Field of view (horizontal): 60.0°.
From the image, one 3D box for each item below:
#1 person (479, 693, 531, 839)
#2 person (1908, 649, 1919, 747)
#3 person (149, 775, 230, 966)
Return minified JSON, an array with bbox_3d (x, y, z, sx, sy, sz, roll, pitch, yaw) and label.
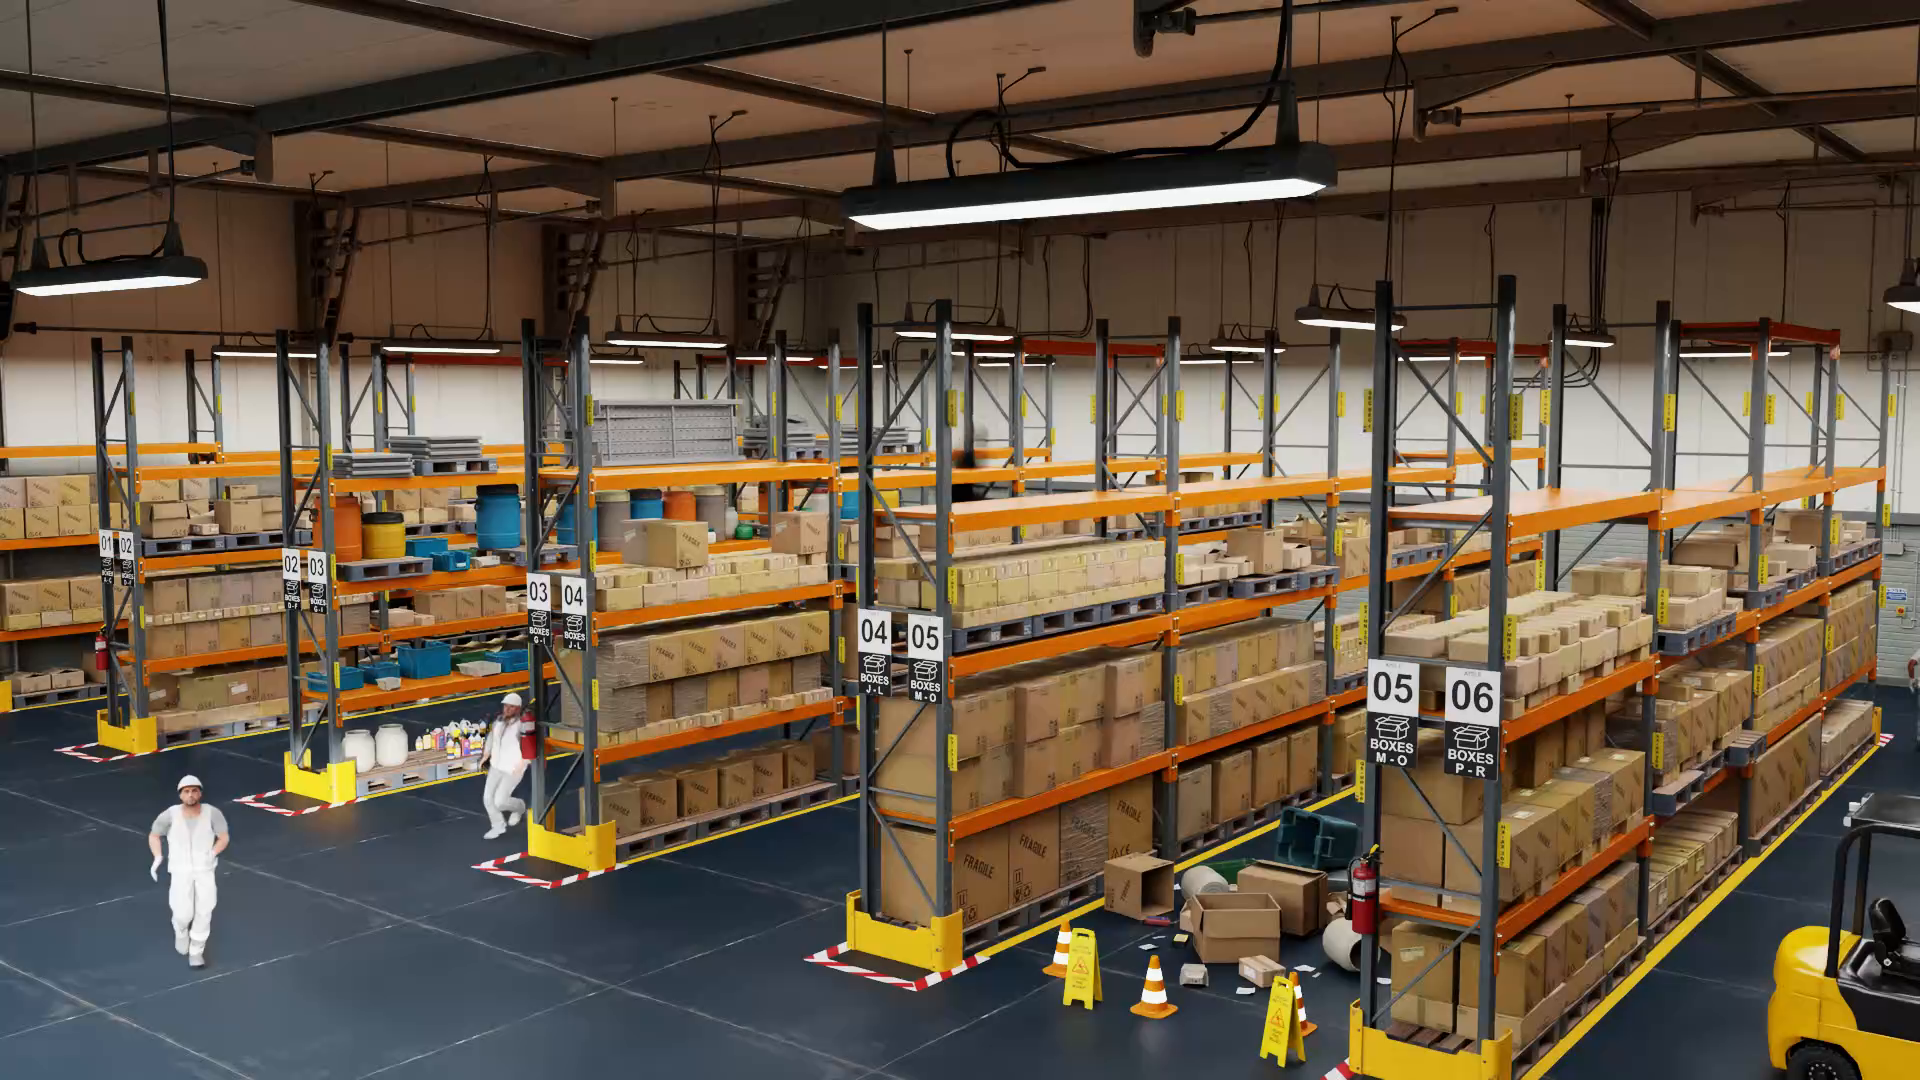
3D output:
[{"bbox_3d":[-5.262,2.636,19.431,0.704,1.726,0.545,3,6,27],"label":"person"},{"bbox_3d":[14.073,2.197,23.988,0.706,1.814,0.882,3,6,33],"label":"person"},{"bbox_3d":[-6.915,2.991,14.972,0.655,1.741,0.583,-3,6,-29],"label":"person"}]
